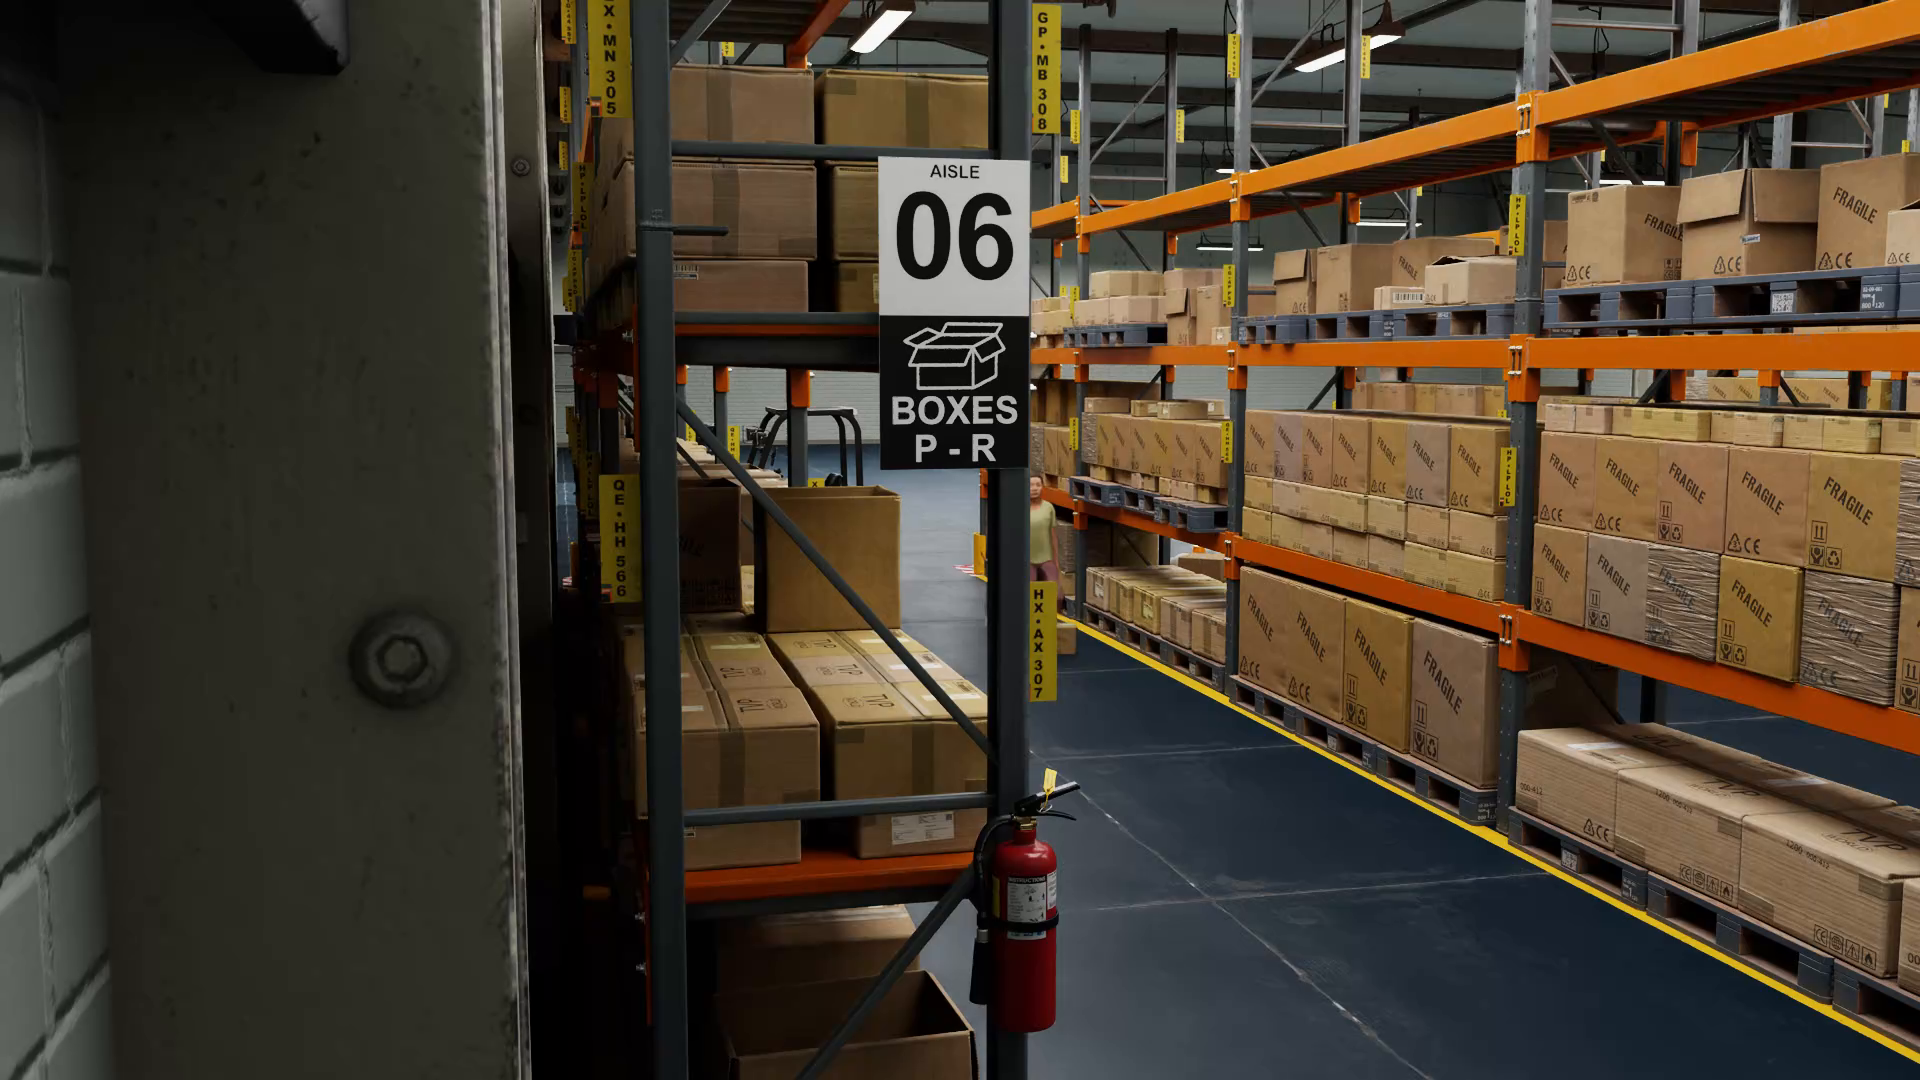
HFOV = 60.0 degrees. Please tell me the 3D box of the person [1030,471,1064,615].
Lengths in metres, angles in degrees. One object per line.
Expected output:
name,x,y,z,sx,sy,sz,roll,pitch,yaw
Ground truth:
person,0.676,0.218,14.890,0.473,1.664,0.468,-1,6,-12
